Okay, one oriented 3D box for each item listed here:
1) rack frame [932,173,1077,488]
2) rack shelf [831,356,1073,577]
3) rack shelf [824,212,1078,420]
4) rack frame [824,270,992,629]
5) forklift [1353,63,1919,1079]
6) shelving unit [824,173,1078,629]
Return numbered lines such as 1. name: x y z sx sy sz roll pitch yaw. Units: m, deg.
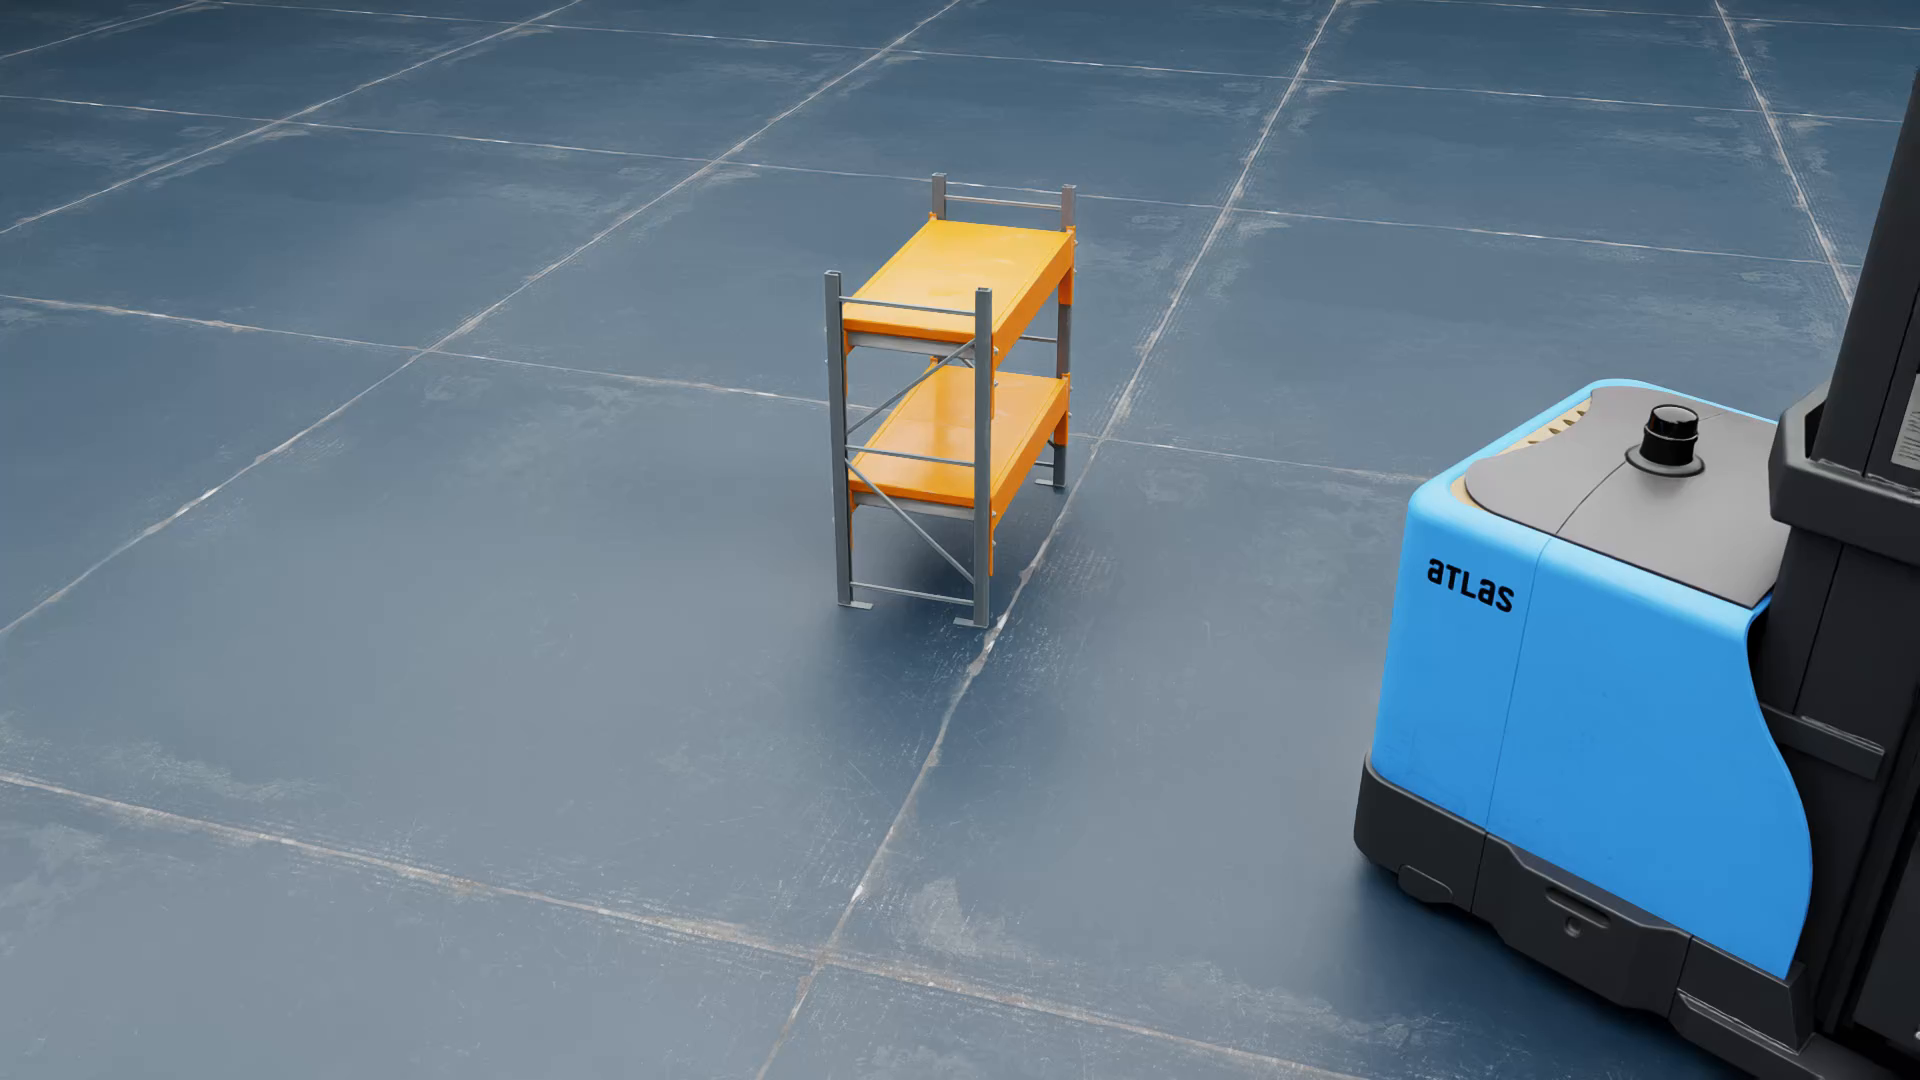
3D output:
1. rack frame: 0.147 -0.725 5.896 0.500 1.125 0.032 8 30 15
2. rack shelf: -0.002 -0.275 5.590 0.538 0.278 1.000 8 30 15
3. rack shelf: -0.002 -0.744 5.329 0.538 0.278 1.000 8 30 15
4. rack frame: -0.151 -0.252 5.046 0.500 1.125 0.032 8 30 15
5. forklift: 2.398 -0.111 2.934 1.130 2.935 3.031 -26 38 -38
6. shelving unit: -0.002 -0.488 5.471 0.538 1.125 1.048 8 30 15
